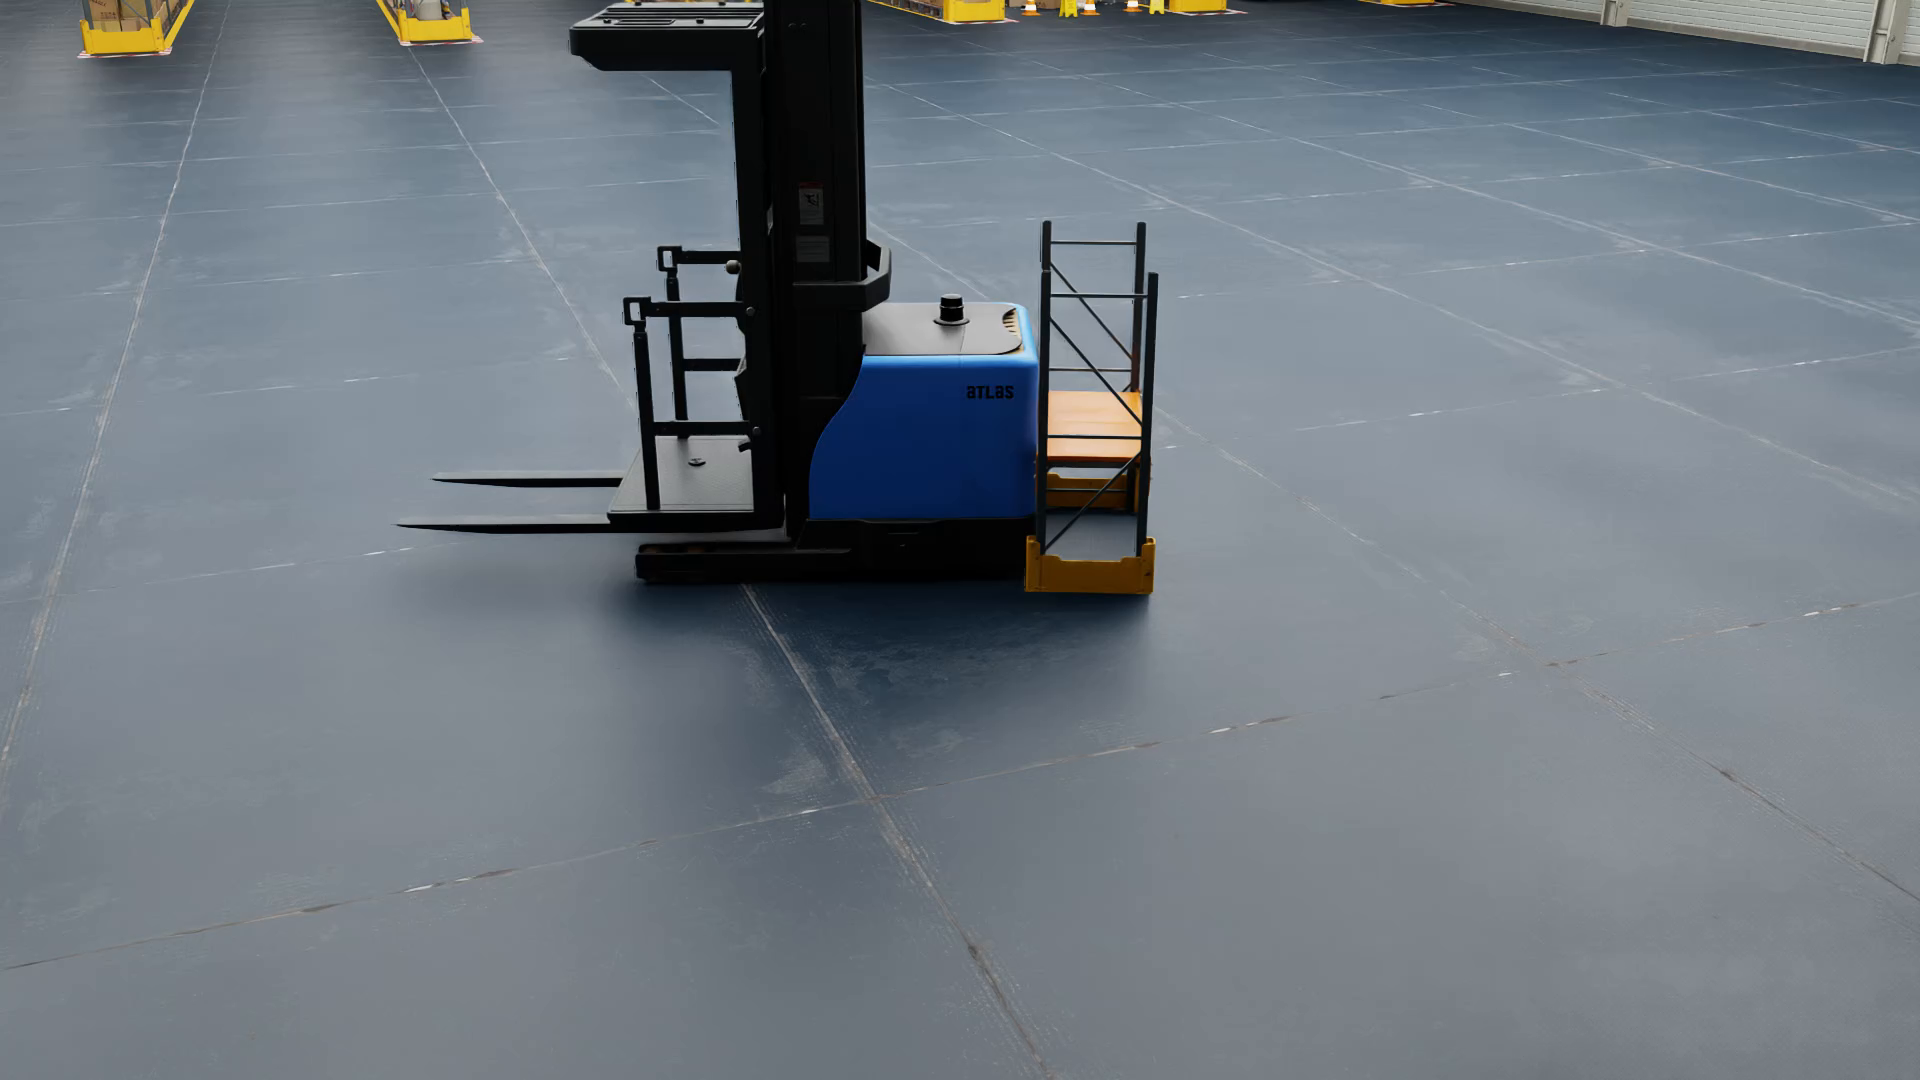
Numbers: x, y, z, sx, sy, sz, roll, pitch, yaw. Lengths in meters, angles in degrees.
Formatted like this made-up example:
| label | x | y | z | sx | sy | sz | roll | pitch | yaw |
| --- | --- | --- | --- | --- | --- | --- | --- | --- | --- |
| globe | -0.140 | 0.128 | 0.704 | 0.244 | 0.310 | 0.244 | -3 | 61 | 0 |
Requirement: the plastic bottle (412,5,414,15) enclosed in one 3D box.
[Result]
| label | x | y | z | sx | sy | sz | roll | pitch | yaw |
| --- | --- | --- | --- | --- | --- | --- | --- | --- | --- |
| plastic bottle | -10.107 | -9.773 | 30.612 | 0.097 | 0.201 | 0.097 | 0 | 23 | 0 |

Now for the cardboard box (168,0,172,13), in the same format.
| label | x | y | z | sx | sy | sz | roll | pitch | yaw |
| --- | --- | --- | --- | --- | --- | --- | --- | --- | --- |
| cardboard box | -15.005 | -9.965 | 31.031 | 0.500 | 0.250 | 0.500 | -9 | 24 | -20 |

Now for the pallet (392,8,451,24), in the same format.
| label | x | y | z | sx | sy | sz | roll | pitch | yaw |
| --- | --- | --- | --- | --- | --- | --- | --- | --- | --- |
| pallet | -10.261 | -10.002 | 31.708 | 1.003 | 0.211 | 1.213 | -8 | 24 | -19 |

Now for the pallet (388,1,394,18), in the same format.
| label | x | y | z | sx | sy | sz | roll | pitch | yaw |
| --- | --- | --- | --- | --- | --- | --- | --- | --- | --- |
| pallet | -10.773 | -10.532 | 32.965 | 1.003 | 0.211 | 1.213 | -8 | 24 | -19 |

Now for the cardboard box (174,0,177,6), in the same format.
| label | x | y | z | sx | sy | sz | roll | pitch | yaw |
| --- | --- | --- | --- | --- | --- | --- | --- | --- | --- |
| cardboard box | -15.549 | -10.524 | 32.356 | 0.500 | 0.250 | 0.500 | -8 | 24 | -18 |

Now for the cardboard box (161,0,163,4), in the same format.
| label | x | y | z | sx | sy | sz | roll | pitch | yaw |
| --- | --- | --- | --- | --- | --- | --- | --- | --- | --- |
| cardboard box | -14.560 | -9.808 | 29.693 | 0.500 | 0.500 | 0.500 | -8 | 24 | -19 |

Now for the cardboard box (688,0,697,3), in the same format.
| label | x | y | z | sx | sy | sz | roll | pitch | yaw |
| --- | --- | --- | --- | --- | --- | --- | --- | --- | --- |
| cardboard box | -4.861 | -10.246 | 31.375 | 0.500 | 0.500 | 0.500 | -2 | 23 | -5 |

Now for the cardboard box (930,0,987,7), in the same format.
| label | x | y | z | sx | sy | sz | roll | pitch | yaw |
| --- | --- | --- | --- | --- | --- | --- | --- | --- | --- |
| cardboard box | -0.038 | -10.858 | 32.345 | 0.875 | 0.875 | 0.875 | -8 | 24 | -19 |

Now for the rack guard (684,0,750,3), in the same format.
| label | x | y | z | sx | sy | sz | roll | pitch | yaw |
| --- | --- | --- | --- | --- | --- | --- | --- | --- | --- |
| rack guard | -4.439 | -9.638 | 30.474 | 1.175 | 0.500 | 0.348 | -8 | 24 | -19 |

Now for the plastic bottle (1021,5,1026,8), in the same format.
| label | x | y | z | sx | sy | sz | roll | pitch | yaw |
| --- | --- | --- | --- | --- | --- | --- | --- | --- | --- |
| plastic bottle | 1.357 | -10.974 | 34.209 | 0.133 | 0.061 | 0.283 | -18 | 29 | -37 |

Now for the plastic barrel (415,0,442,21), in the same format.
| label | x | y | z | sx | sy | sz | roll | pitch | yaw |
| --- | --- | --- | --- | --- | --- | --- | --- | --- | --- |
| plastic barrel | -9.350 | -9.359 | 29.255 | 0.421 | 0.512 | 0.421 | 0 | 23 | 0 |

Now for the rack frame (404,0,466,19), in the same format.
| label | x | y | z | sx | sy | sz | roll | pitch | yaw |
| --- | --- | --- | --- | --- | --- | --- | --- | --- | --- |
| rack frame | -9.046 | -10.083 | 28.311 | 1.000 | 3.000 | 0.127 | -8 | 24 | -19 |

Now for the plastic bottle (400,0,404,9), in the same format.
| label | x | y | z | sx | sy | sz | roll | pitch | yaw |
| --- | --- | --- | --- | --- | --- | --- | --- | --- | --- |
| plastic bottle | -10.163 | -9.681 | 30.288 | 0.061 | 0.283 | 0.133 | -8 | 24 | -18 |

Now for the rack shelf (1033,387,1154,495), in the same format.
| label | x | y | z | sx | sy | sz | roll | pitch | yaw |
| --- | --- | --- | --- | --- | --- | --- | --- | --- | --- |
| rack shelf | 0.623 | -0.486 | 7.936 | 0.538 | 0.185 | 1.000 | 1 | 23 | 3 |

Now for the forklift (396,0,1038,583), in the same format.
| label | x | y | z | sx | sy | sz | roll | pitch | yaw |
| --- | --- | --- | --- | --- | --- | --- | --- | --- | --- |
| forklift | -1.156 | -1.357 | 7.697 | 3.031 | 2.935 | 1.130 | 0 | 23 | -1 |

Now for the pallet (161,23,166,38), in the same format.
| label | x | y | z | sx | sy | sz | roll | pitch | yaw |
| --- | --- | --- | --- | --- | --- | --- | --- | --- | --- |
| pallet | -14.418 | -8.835 | 28.939 | 1.003 | 0.211 | 1.213 | -8 | 24 | -19 |

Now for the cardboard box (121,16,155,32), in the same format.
| label | x | y | z | sx | sy | sz | roll | pitch | yaw |
| --- | --- | --- | --- | --- | --- | --- | --- | --- | --- |
| cardboard box | -13.663 | -8.557 | 27.689 | 0.500 | 0.250 | 0.500 | -8 | 24 | -19 |

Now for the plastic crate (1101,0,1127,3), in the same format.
| label | x | y | z | sx | sy | sz | roll | pitch | yaw |
| --- | --- | --- | --- | --- | --- | --- | --- | --- | --- |
| plastic crate | 3.233 | -11.547 | 35.544 | 0.402 | 0.080 | 0.583 | -18 | 29 | -37 |

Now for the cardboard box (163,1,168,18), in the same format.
| label | x | y | z | sx | sy | sz | roll | pitch | yaw |
| --- | --- | --- | --- | --- | --- | --- | --- | --- | --- |
| cardboard box | -14.726 | -9.646 | 30.274 | 0.500 | 0.250 | 0.500 | -8 | 24 | -19 |

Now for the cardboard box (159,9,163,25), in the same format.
| label | x | y | z | sx | sy | sz | roll | pitch | yaw |
| --- | --- | --- | --- | --- | --- | --- | --- | --- | --- |
| cardboard box | -14.191 | -9.102 | 28.983 | 0.500 | 0.250 | 0.500 | -8 | 24 | -19 |

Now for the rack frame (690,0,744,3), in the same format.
| label | x | y | z | sx | sy | sz | roll | pitch | yaw |
| --- | --- | --- | --- | --- | --- | --- | --- | --- | --- |
| rack frame | -4.412 | -10.763 | 29.923 | 1.000 | 3.000 | 0.127 | -8 | 24 | -19 |

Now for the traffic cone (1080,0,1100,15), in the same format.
| label | x | y | z | sx | sy | sz | roll | pitch | yaw |
| --- | --- | --- | --- | --- | --- | --- | --- | --- | --- |
| traffic cone | 2.581 | -10.657 | 32.938 | 0.336 | 0.463 | 0.334 | -8 | 24 | -19 |

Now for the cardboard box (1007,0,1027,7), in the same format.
| label | x | y | z | sx | sy | sz | roll | pitch | yaw |
| --- | --- | --- | --- | --- | --- | --- | --- | --- | --- |
| cardboard box | 1.181 | -11.228 | 34.548 | 0.396 | 0.266 | 0.258 | -4 | 23 | -10 |

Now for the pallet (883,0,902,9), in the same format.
| label | x | y | z | sx | sy | sz | roll | pitch | yaw |
| --- | --- | --- | --- | --- | --- | --- | --- | --- | --- |
| pallet | -0.954 | -11.288 | 34.760 | 1.003 | 0.211 | 1.213 | -8 | 24 | -19 |

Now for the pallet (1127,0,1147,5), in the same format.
| label | x | y | z | sx | sy | sz | roll | pitch | yaw |
| --- | --- | --- | --- | --- | --- | --- | --- | --- | --- |
| pallet | 4.151 | -11.608 | 35.518 | 1.003 | 0.211 | 1.213 | -8 | 24 | -19 |

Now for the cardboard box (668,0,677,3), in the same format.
| label | x | y | z | sx | sy | sz | roll | pitch | yaw |
| --- | --- | --- | --- | --- | --- | --- | --- | --- | --- |
| cardboard box | -5.512 | -10.900 | 32.926 | 0.500 | 0.500 | 0.500 | -1 | 23 | -2 |

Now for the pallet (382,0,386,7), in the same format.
| label | x | y | z | sx | sy | sz | roll | pitch | yaw |
| --- | --- | --- | --- | --- | --- | --- | --- | --- | --- |
| pallet | -11.635 | -11.418 | 35.069 | 1.003 | 0.211 | 1.213 | -8 | 24 | -19 |

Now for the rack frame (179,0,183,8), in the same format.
| label | x | y | z | sx | sy | sz | roll | pitch | yaw |
| --- | --- | --- | --- | --- | --- | --- | --- | --- | --- |
| rack frame | -16.508 | -12.312 | 33.598 | 1.000 | 3.000 | 0.127 | -8 | 24 | -19 |

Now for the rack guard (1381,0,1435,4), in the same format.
| label | x | y | z | sx | sy | sz | roll | pitch | yaw |
| --- | --- | --- | --- | --- | --- | --- | --- | --- | --- |
| rack guard | 9.509 | -11.644 | 35.233 | 1.175 | 0.500 | 0.348 | -8 | 24 | -19 |

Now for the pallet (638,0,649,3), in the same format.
| label | x | y | z | sx | sy | sz | roll | pitch | yaw |
| --- | --- | --- | --- | --- | --- | --- | --- | --- | --- |
| pallet | -6.102 | -11.214 | 34.584 | 1.003 | 0.211 | 1.213 | -8 | 24 | -19 |

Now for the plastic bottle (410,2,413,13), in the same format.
| label | x | y | z | sx | sy | sz | roll | pitch | yaw |
| --- | --- | --- | --- | --- | --- | --- | --- | --- | --- |
| plastic bottle | -10.069 | -9.751 | 30.455 | 0.061 | 0.283 | 0.133 | -8 | 24 | -19 |

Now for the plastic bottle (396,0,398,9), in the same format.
| label | x | y | z | sx | sy | sz | roll | pitch | yaw |
| --- | --- | --- | --- | --- | --- | --- | --- | --- | --- |
| plastic bottle | -10.496 | -10.100 | 31.195 | 0.144 | 0.351 | 0.185 | -9 | 25 | -21 |

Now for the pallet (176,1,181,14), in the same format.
| label | x | y | z | sx | sy | sz | roll | pitch | yaw |
| --- | --- | --- | --- | --- | --- | --- | --- | --- | --- |
| pallet | -16.253 | -10.722 | 33.418 | 1.003 | 0.211 | 1.213 | -8 | 24 | -19 |

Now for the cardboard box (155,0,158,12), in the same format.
| label | x | y | z | sx | sy | sz | roll | pitch | yaw |
| --- | --- | --- | --- | --- | --- | --- | --- | --- | --- |
| cardboard box | -14.030 | -9.264 | 28.401 | 0.500 | 0.500 | 0.500 | -8 | 24 | -19 |

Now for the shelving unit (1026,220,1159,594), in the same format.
| label | x | y | z | sx | sy | sz | roll | pitch | yaw |
| --- | --- | --- | --- | --- | --- | --- | --- | --- | --- |
| shelving unit | 0.624 | -0.656 | 7.874 | 0.587 | 1.500 | 1.083 | 1 | 23 | 3 |
